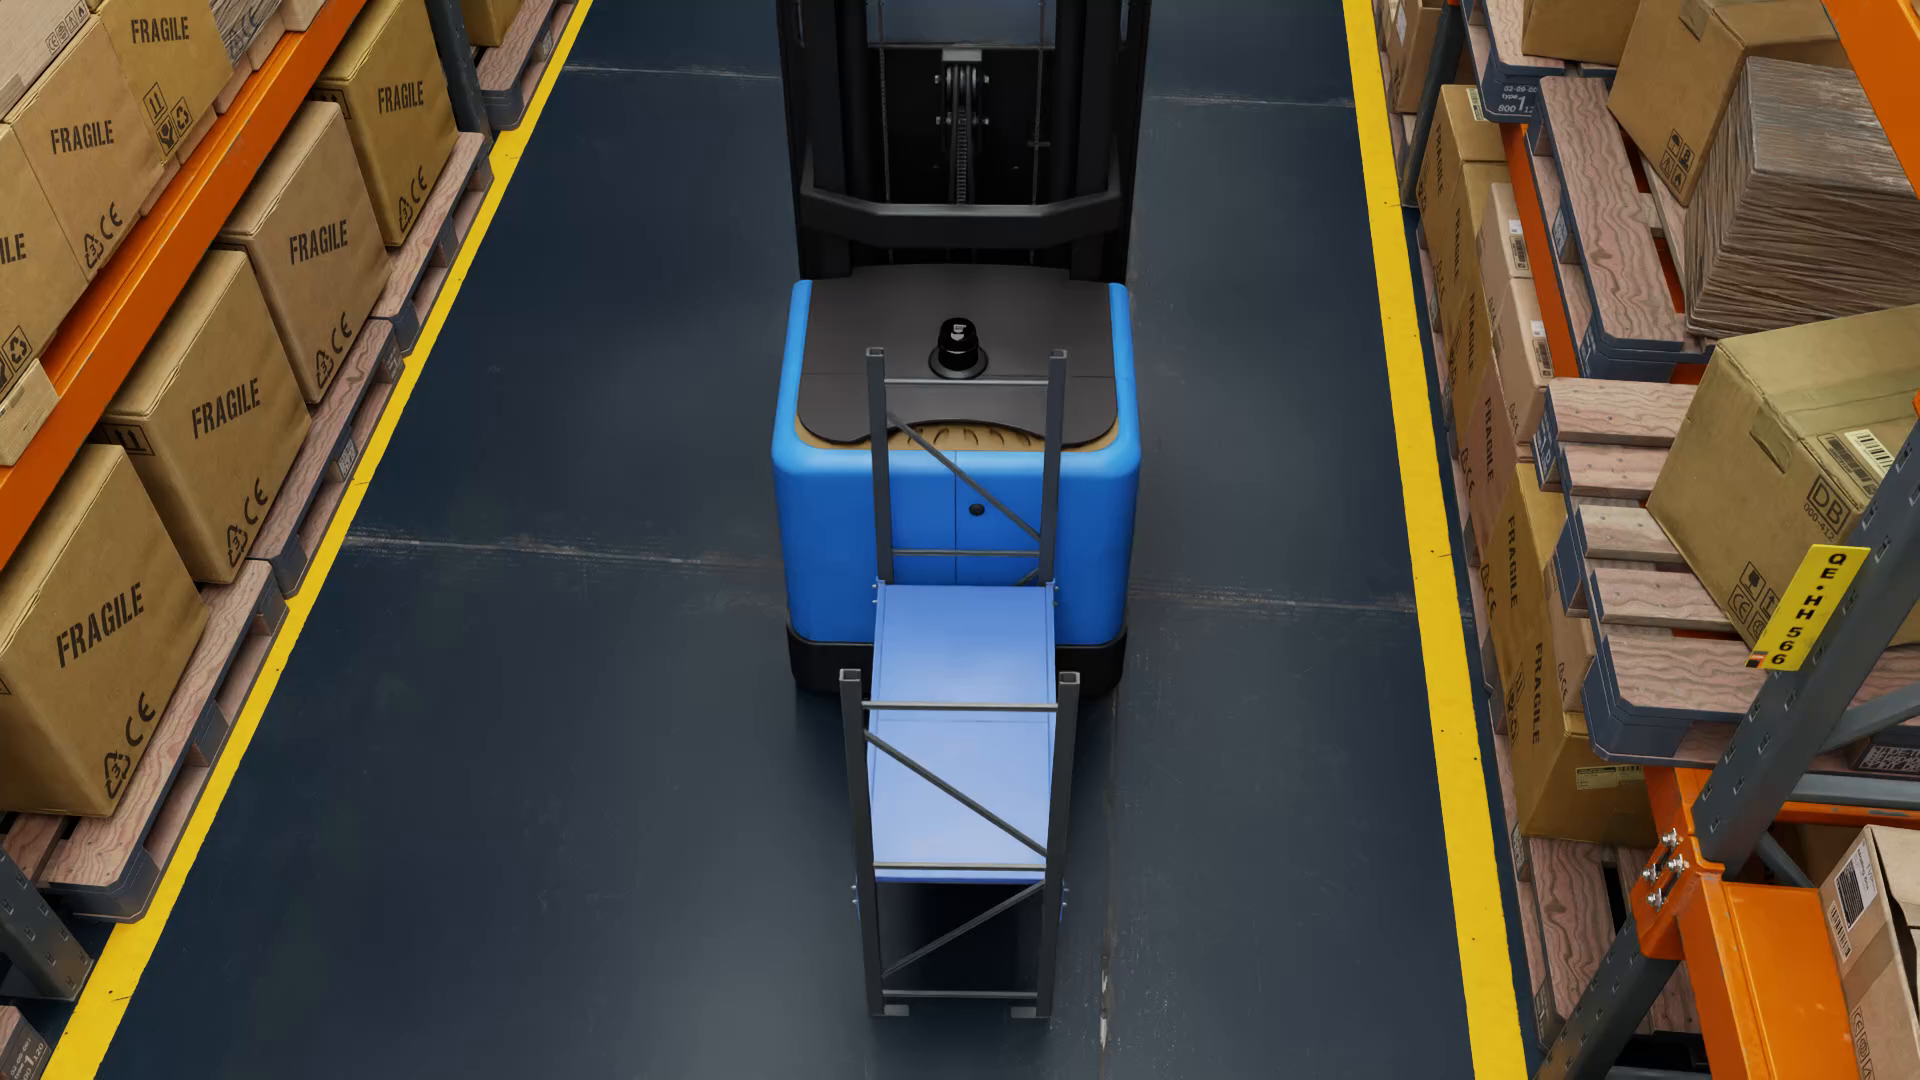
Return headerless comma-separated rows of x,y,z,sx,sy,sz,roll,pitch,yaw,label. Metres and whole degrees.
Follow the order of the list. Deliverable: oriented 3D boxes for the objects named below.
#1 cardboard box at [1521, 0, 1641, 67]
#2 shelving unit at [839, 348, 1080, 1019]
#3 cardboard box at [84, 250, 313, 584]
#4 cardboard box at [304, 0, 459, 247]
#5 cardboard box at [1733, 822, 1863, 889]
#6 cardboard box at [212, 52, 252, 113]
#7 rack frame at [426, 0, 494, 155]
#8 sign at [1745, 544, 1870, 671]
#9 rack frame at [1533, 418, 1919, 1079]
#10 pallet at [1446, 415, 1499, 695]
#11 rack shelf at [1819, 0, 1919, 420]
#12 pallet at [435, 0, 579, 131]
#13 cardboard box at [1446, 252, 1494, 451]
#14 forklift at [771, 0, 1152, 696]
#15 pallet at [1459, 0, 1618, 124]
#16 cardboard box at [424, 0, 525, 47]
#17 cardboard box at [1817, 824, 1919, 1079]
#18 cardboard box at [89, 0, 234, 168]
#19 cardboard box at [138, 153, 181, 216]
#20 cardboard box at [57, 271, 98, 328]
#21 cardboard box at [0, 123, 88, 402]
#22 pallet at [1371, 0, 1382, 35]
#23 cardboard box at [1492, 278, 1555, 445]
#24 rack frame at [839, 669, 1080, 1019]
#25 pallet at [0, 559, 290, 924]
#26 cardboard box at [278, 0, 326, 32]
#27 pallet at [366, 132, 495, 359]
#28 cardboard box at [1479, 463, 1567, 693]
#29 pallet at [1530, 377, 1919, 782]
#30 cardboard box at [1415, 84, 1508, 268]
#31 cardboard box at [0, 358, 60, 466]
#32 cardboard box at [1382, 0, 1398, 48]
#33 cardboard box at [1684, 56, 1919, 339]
2.104,-1.757,4.972,0.700,0.500,0.500,11,48,10,cardboard box
0.008,0.415,4.354,0.538,1.500,1.048,1,48,1,shelving unit
-2.644,-0.406,5.261,0.750,0.750,0.750,4,48,3,cardboard box
-2.493,-1.684,6.430,0.750,0.750,0.750,4,48,4,cardboard box
2.331,0.895,4.294,0.500,0.500,0.500,6,48,5,cardboard box
-2.472,-1.478,5.226,0.380,0.149,0.250,3,48,2,cardboard box
-2.564,-2.754,6.237,1.000,3.000,0.127,4,48,4,rack frame
1.464,0.122,2.875,0.100,0.325,0.005,4,48,4,sign
2.002,0.515,3.246,0.949,2.616,0.053,4,48,4,rack frame
2.225,0.016,5.592,1.003,0.211,1.213,4,48,4,pallet
2.188,-1.724,3.749,1.077,0.370,4.000,4,48,4,rack shelf
-2.416,-2.367,7.772,1.003,0.211,1.213,4,48,4,pallet
1.993,-0.630,5.690,0.500,0.500,0.500,4,48,4,cardboard box
0.013,-1.574,5.203,1.130,2.935,3.031,1,48,1,forklift
2.188,-1.779,5.475,1.003,0.211,1.213,4,48,4,pallet
-2.393,-2.595,7.500,0.700,0.500,0.500,4,48,4,cardboard box
1.929,0.810,3.037,0.500,0.311,0.500,7,48,6,cardboard box
-2.486,-1.428,4.740,0.500,0.500,0.500,5,48,5,cardboard box
-2.538,-1.091,4.872,0.380,0.149,0.250,4,48,4,cardboard box
-2.612,-0.722,4.534,0.380,0.149,0.250,5,48,4,cardboard box
-2.572,-0.680,4.056,0.500,0.500,0.500,5,48,5,cardboard box
2.542,-2.886,8.247,1.003,0.211,1.213,4,48,4,pallet
1.947,-0.539,5.098,0.500,0.250,0.500,3,48,3,cardboard box
-0.001,0.790,4.011,0.500,1.500,0.032,1,48,1,rack frame
-2.781,0.552,5.102,1.003,0.211,1.213,4,48,4,pallet
-2.346,-1.837,5.554,0.380,0.149,0.250,4,48,4,cardboard box
-2.559,-1.241,6.742,1.003,0.211,1.213,4,48,4,pallet
1.904,0.127,4.997,0.500,0.500,0.500,2,48,2,cardboard box
1.997,0.077,3.777,1.213,0.211,1.003,4,48,4,pallet
2.083,-1.390,6.384,0.500,0.500,0.500,2,48,2,cardboard box
-2.527,-0.338,4.183,0.380,0.149,0.250,5,48,5,cardboard box
2.114,-2.328,7.480,0.380,0.149,0.250,4,48,4,cardboard box
2.224,-0.790,4.087,0.700,0.500,0.500,12,49,11,cardboard box
